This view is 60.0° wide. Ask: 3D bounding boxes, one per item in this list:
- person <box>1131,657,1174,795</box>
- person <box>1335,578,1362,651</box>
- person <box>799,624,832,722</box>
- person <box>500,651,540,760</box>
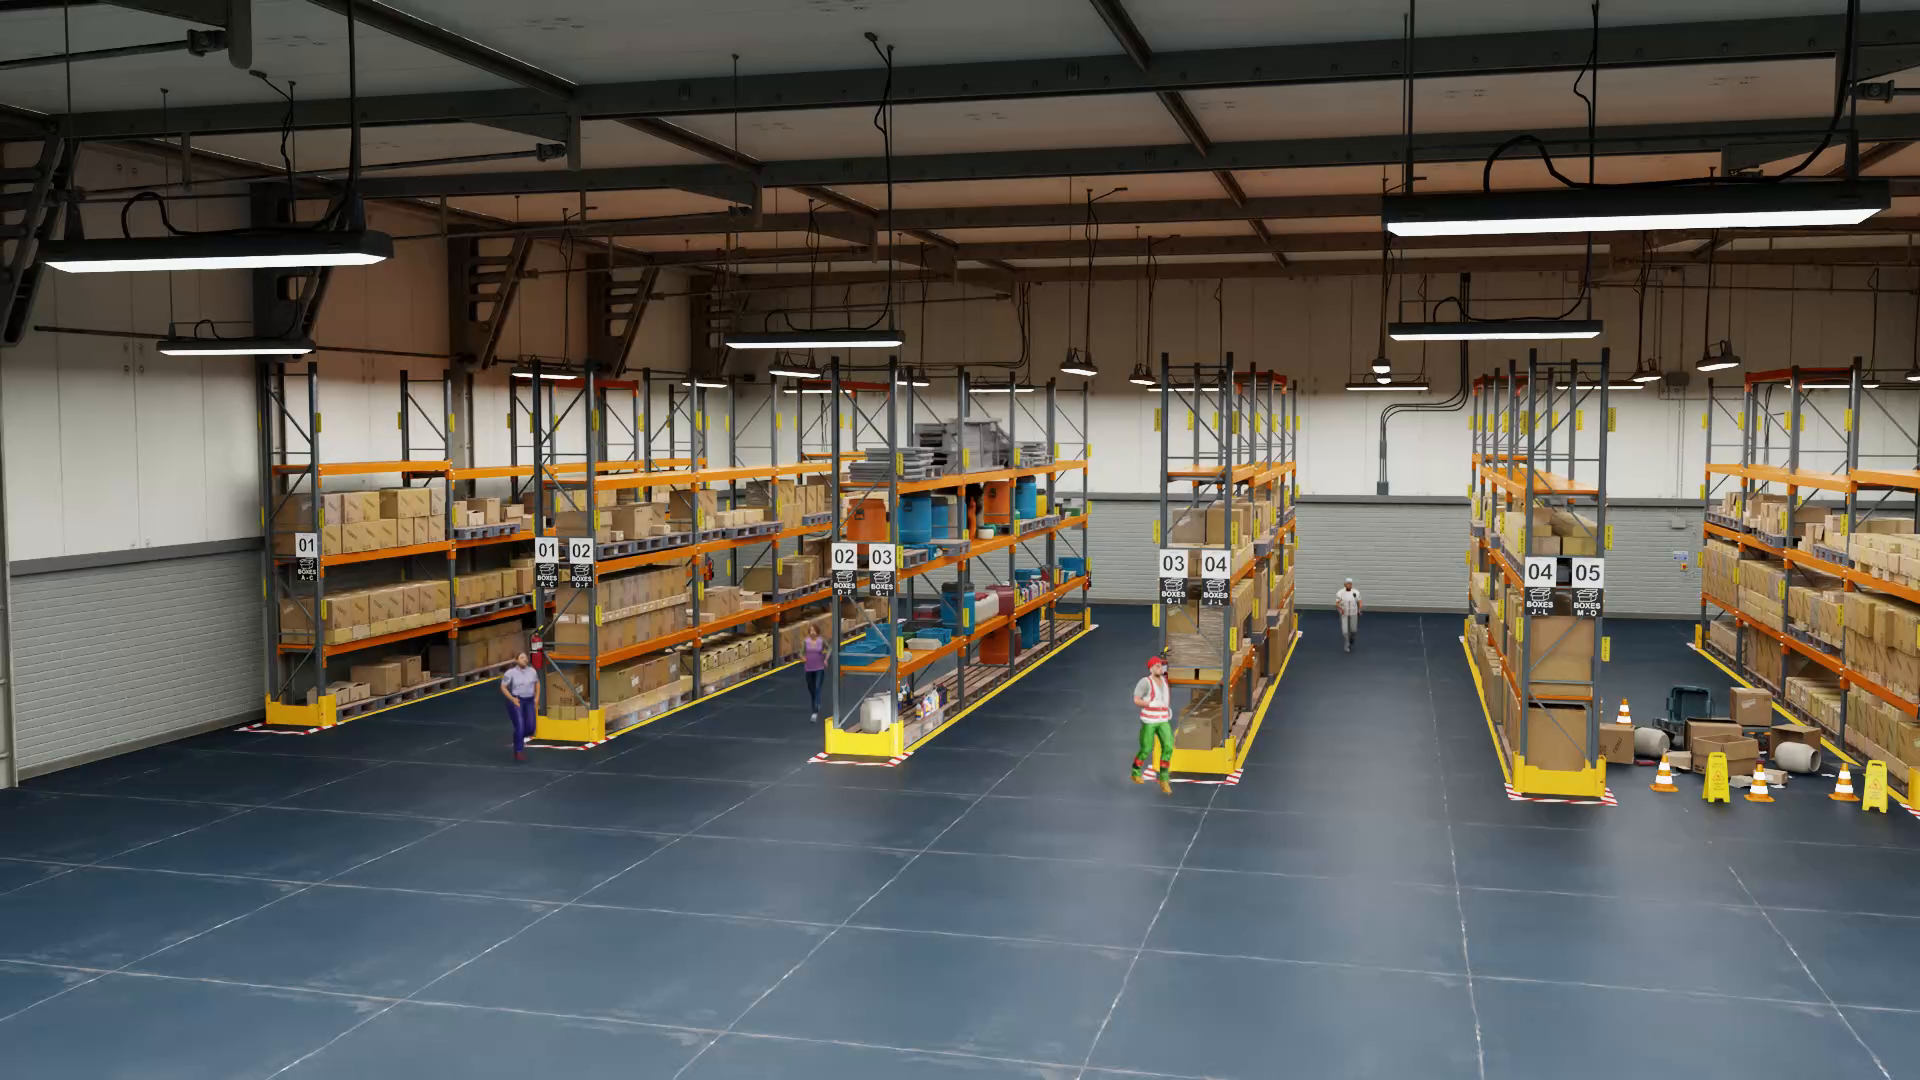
[{"bbox_3d":[2.644,2.510,22.676,0.665,1.846,0.711,-2,5,-28],"label":"person"},{"bbox_3d":[8.536,1.638,36.518,0.593,1.617,0.585,1,4,7],"label":"person"},{"bbox_3d":[-2.460,2.218,28.164,0.538,1.602,0.877,0,4,4],"label":"person"},{"bbox_3d":[-6.575,2.465,24.923,0.642,1.615,0.564,-3,5,-40],"label":"person"}]
